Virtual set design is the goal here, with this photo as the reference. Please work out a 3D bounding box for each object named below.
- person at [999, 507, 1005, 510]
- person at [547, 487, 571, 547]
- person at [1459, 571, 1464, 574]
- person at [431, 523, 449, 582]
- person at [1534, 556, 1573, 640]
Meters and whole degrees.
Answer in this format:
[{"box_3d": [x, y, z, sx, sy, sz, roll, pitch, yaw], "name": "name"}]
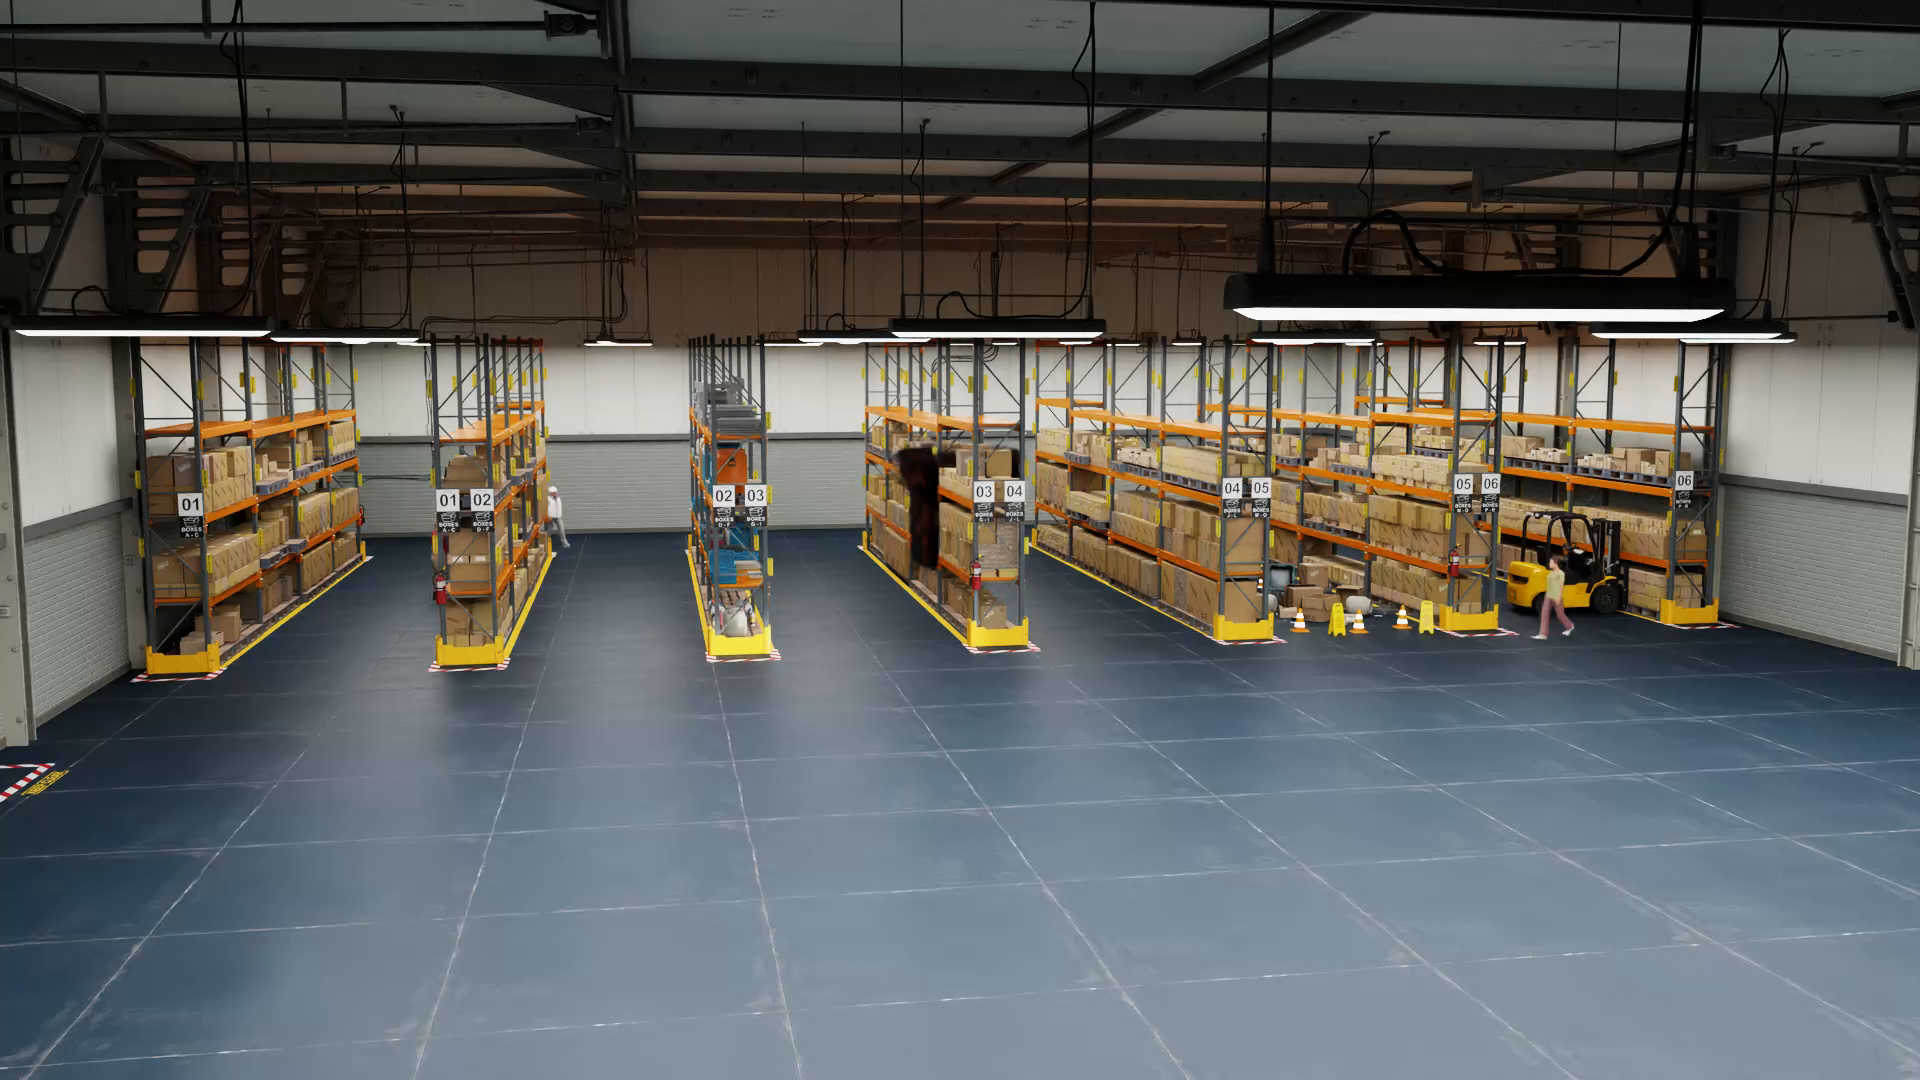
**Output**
[{"box_3d": [1.328, -0.757, 49.402, 0.459, 1.663, 0.483, -5, 8, -35], "name": "person"}, {"box_3d": [-11.724, -0.683, 48.108, 0.561, 1.722, 0.961, -5, 8, -39], "name": "person"}, {"box_3d": [11.669, 0.452, 38.715, 0.576, 1.766, 0.613, 5, 8, 37], "name": "person"}, {"box_3d": [-12.077, 0.432, 38.721, 0.417, 1.722, 0.624, -2, 7, -17], "name": "person"}, {"box_3d": [11.786, 1.140, 32.883, 0.947, 1.644, 0.423, -4, 8, -34], "name": "person"}]
